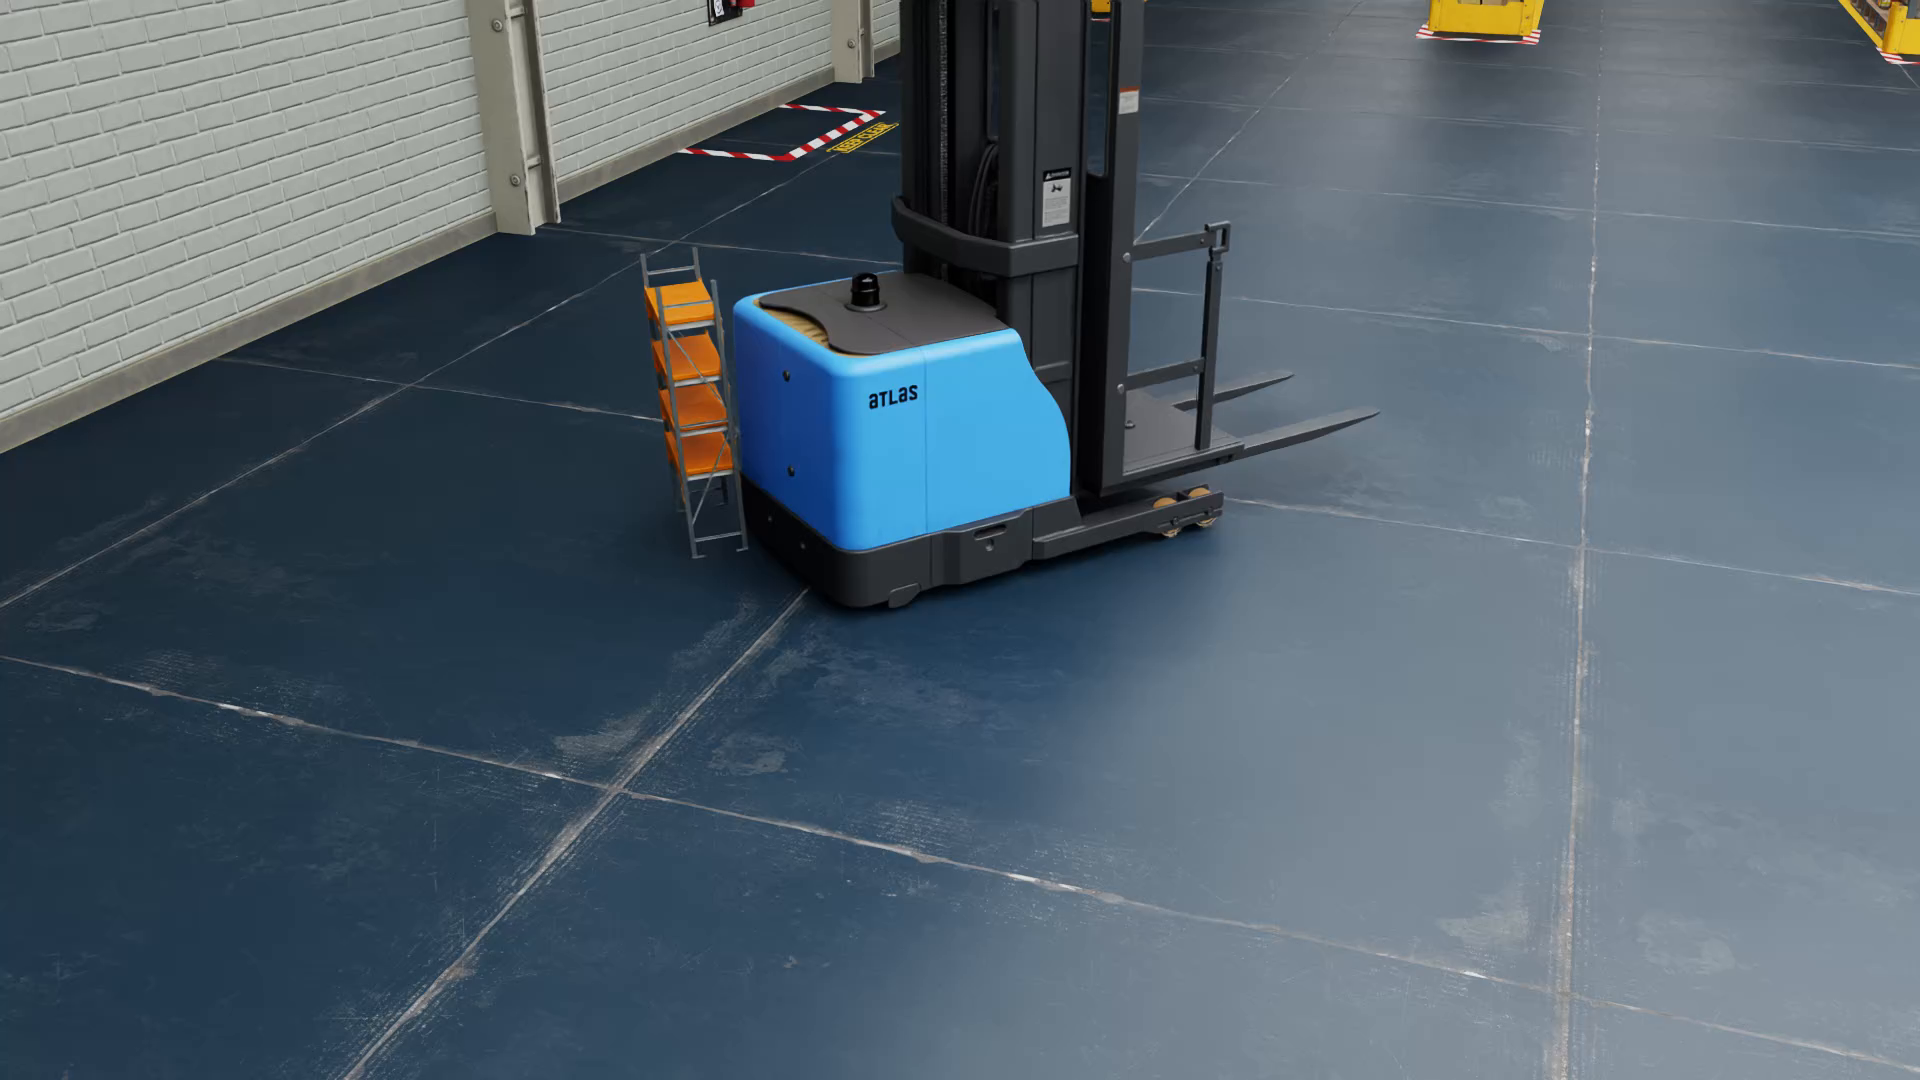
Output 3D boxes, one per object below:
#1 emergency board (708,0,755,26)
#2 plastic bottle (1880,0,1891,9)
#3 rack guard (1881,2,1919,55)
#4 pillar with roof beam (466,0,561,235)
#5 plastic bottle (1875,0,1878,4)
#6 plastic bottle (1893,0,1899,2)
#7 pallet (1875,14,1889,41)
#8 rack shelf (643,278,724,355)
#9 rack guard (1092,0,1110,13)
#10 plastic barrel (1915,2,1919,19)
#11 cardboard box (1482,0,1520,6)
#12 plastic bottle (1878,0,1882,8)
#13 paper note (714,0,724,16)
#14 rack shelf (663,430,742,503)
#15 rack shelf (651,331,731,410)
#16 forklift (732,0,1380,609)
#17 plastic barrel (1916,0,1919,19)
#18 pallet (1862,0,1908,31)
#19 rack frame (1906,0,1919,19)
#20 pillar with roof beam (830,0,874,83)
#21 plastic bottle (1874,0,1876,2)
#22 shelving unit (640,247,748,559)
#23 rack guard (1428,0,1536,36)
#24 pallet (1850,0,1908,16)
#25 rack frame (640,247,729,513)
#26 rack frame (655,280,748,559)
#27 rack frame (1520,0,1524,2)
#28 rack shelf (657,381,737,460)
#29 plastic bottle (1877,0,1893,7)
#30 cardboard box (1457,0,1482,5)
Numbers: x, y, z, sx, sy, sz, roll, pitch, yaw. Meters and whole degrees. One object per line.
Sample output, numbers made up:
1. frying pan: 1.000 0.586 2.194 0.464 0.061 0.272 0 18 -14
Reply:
1. emergency board: -1.948 -5.047 14.231 0.194 1.169 0.643 9 27 17
2. plastic bottle: 11.030 -6.429 19.793 0.097 0.201 0.097 0 26 0
3. rack guard: 10.813 -5.586 18.213 1.175 0.500 0.348 9 27 17
4. pillar with roof beam: 0.973 -5.667 8.628 9.100 9.000 0.400 9 27 17
5. plastic bottle: 11.186 -6.620 20.101 0.152 0.276 0.135 8 27 16
6. plastic bottle: 11.240 -6.551 19.950 0.061 0.283 0.133 9 27 17
7. pallet: 11.088 -5.789 18.964 1.003 0.211 1.213 9 27 17
8. rack shelf: -1.145 -0.928 6.875 0.258 0.148 0.480 -10 28 -14
9. rack guard: 1.515 -7.015 21.166 1.175 0.500 0.348 9 27 17
10. plastic barrel: 11.146 -6.229 19.047 0.421 0.512 0.421 0 26 0
11. cardboard box: 6.550 -6.532 19.972 0.500 0.250 0.500 9 27 17
12. plastic bottle: 11.051 -6.517 19.880 0.061 0.283 0.133 9 27 19
13. paper note: -2.072 -4.588 14.294 0.016 0.148 0.142 9 27 17
14. rack shelf: -1.112 -0.340 7.170 0.258 0.148 0.480 -10 28 -14
15. rack shelf: -1.133 -0.717 6.981 0.258 0.148 0.480 -10 28 -14
16. forklift: 0.570 -1.515 7.016 3.031 2.935 1.130 -15 30 -28
17. plastic barrel: 10.979 -6.023 18.621 0.421 0.512 0.421 0 26 0
18. pallet: 11.496 -6.288 19.996 1.003 0.211 1.213 9 27 17
19. rack frame: 10.832 -6.673 17.589 1.000 3.000 0.127 9 27 17
20. pillar with roof beam: 2.970 -8.133 13.721 9.100 9.000 0.400 9 27 17
21. plastic bottle: 11.237 -6.722 20.226 0.144 0.351 0.185 10 28 20
22. shelving unit: -1.125 -0.578 7.051 0.258 1.200 0.503 -10 28 -14
23. rack guard: 6.154 -6.258 19.600 1.175 0.500 0.348 9 27 17
24. pallet: 11.900 -6.791 21.034 1.003 0.211 1.213 9 27 17
25. rack frame: -1.196 -0.679 7.261 0.240 1.200 0.015 -10 28 -14
26. rack frame: -1.054 -0.476 6.841 0.240 1.200 0.015 -10 28 -14
27. rack frame: 6.162 -7.392 19.076 1.000 3.000 0.127 9 27 17
28. rack shelf: -1.122 -0.518 7.081 0.258 0.148 0.480 -10 28 -14
29. plastic bottle: 11.139 -6.563 19.983 0.152 0.276 0.135 9 27 18
30. cardboard box: 6.062 -6.607 20.127 0.500 0.250 0.500 9 27 17
